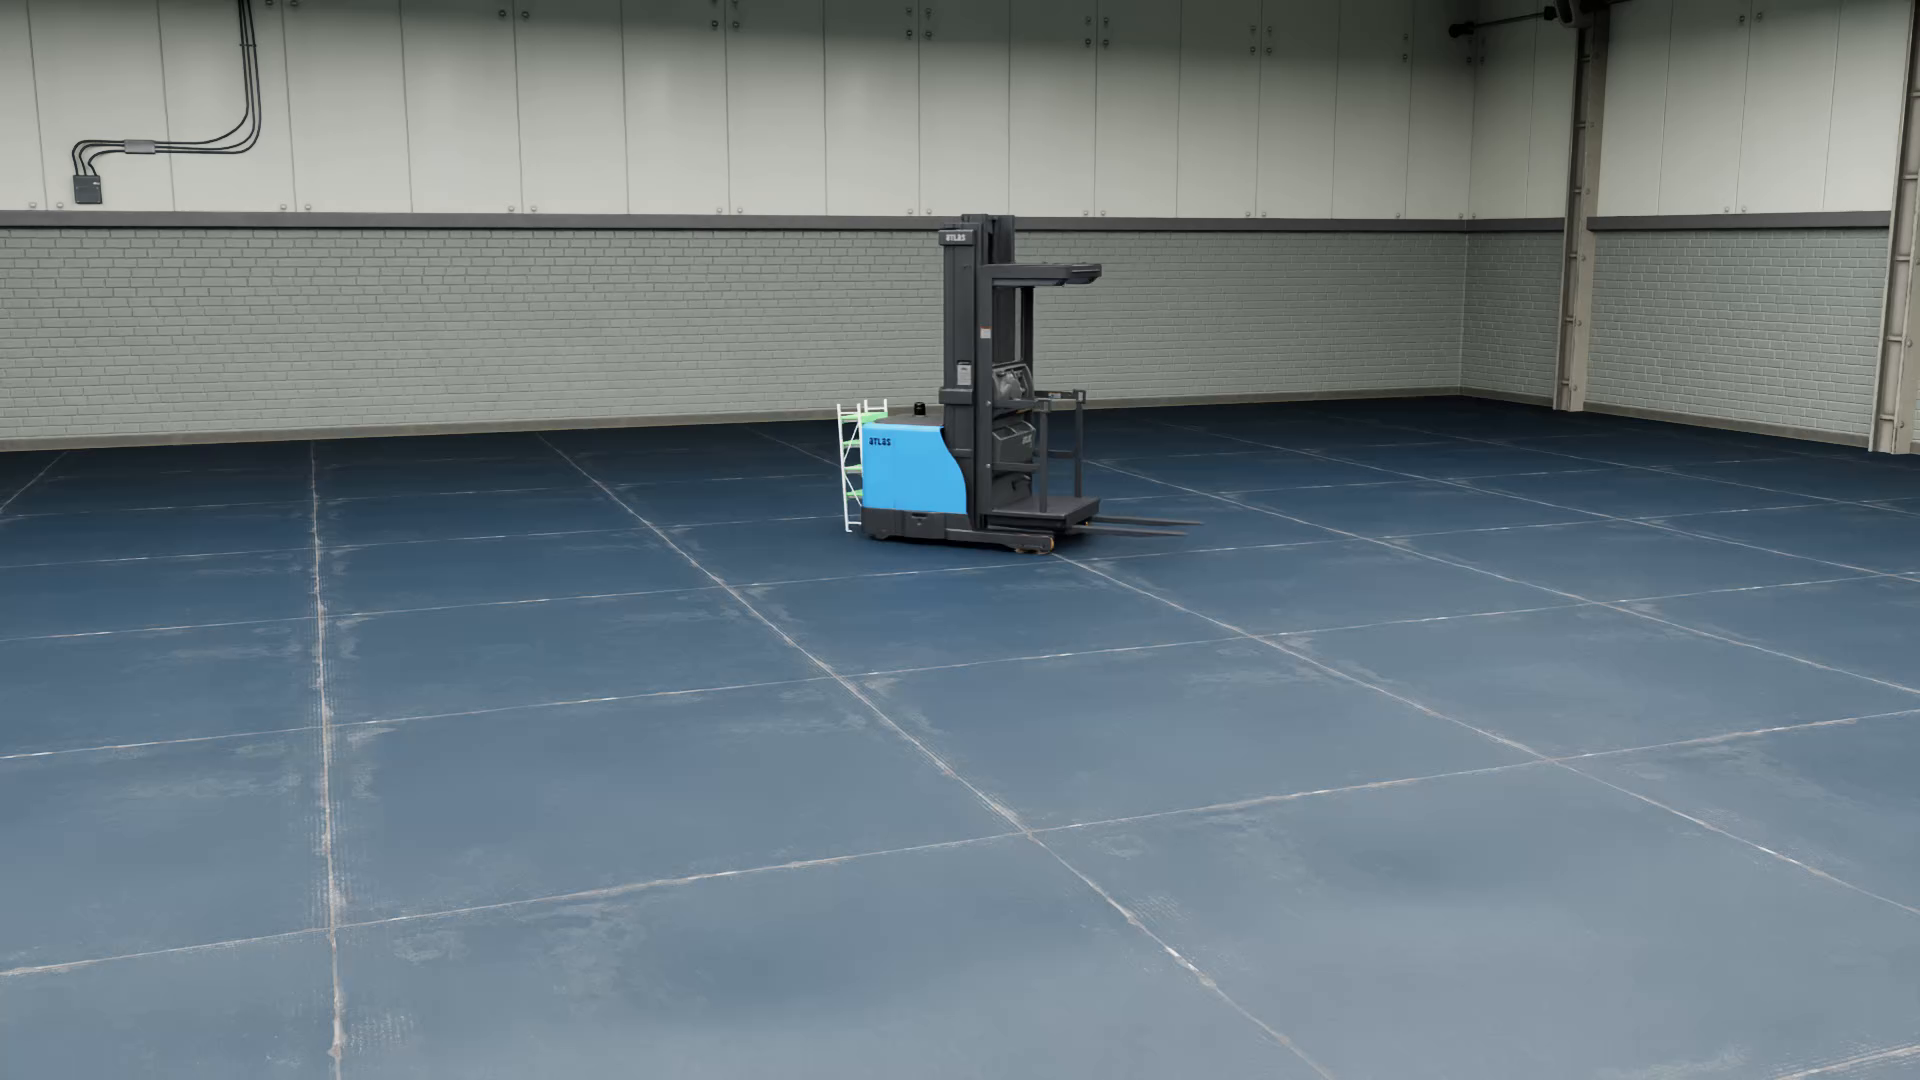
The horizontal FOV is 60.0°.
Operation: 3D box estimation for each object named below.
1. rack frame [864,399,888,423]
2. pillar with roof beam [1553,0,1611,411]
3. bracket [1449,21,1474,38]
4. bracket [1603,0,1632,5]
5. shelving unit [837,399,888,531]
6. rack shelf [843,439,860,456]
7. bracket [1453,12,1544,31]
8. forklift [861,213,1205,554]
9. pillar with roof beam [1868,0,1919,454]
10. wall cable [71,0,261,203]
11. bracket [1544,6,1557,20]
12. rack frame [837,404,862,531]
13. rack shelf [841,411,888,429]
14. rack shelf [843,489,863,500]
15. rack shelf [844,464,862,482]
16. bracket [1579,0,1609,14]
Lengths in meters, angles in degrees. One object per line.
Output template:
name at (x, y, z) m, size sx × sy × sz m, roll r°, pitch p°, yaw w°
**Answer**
rack frame at (-0.775, -0.749, 15.987) m, size 0.240 × 1.200 × 0.015 m, roll 1°, pitch 9°, yaw 28°
pillar with roof beam at (5.943, -6.284, 24.884) m, size 9.100 × 9.000 × 0.548 m, roll -4°, pitch 11°, yaw -21°
bracket at (8.616, -8.762, 28.533) m, size 0.235 × 0.232 × 0.430 m, roll -4°, pitch 11°, yaw -21°
bracket at (10.709, -7.819, 23.232) m, size 0.076 × 0.066 × 4.783 m, roll -4°, pitch 11°, yaw -21°
shelving unit at (-0.888, -0.711, 15.774) m, size 0.258 × 1.200 × 0.503 m, roll 1°, pitch 9°, yaw 28°
rack shelf at (-0.899, -0.885, 15.749) m, size 0.258 × 0.148 × 0.480 m, roll 1°, pitch 9°, yaw 28°
bracket at (8.830, -8.665, 27.991) m, size 0.076 × 0.066 × 3.189 m, roll -4°, pitch 11°, yaw -21°
forklift at (0.663, -1.422, 14.878) m, size 3.031 × 2.935 × 1.130 m, roll 4°, pitch 11°, yaw 22°
pillar with roof beam at (8.118, -5.305, 19.378) m, size 9.100 × 9.000 × 0.400 m, roll -4°, pitch 11°, yaw -21°
wall cable at (-10.384, -7.397, 21.431) m, size 2.305 × 6.003 × 0.169 m, roll -4°, pitch 11°, yaw -21°
bracket at (9.475, -8.375, 26.358) m, size 0.235 × 0.232 × 0.430 m, roll -4°, pitch 11°, yaw -21°
rack frame at (-1.002, -0.673, 15.562) m, size 0.240 × 1.200 × 0.015 m, roll 1°, pitch 9°, yaw 28°
rack shelf at (-0.913, -1.122, 15.715) m, size 0.258 × 0.148 × 0.480 m, roll 1°, pitch 9°, yaw 28°
rack shelf at (-0.871, -0.411, 15.818) m, size 0.258 × 0.148 × 0.480 m, roll 1°, pitch 9°, yaw 28°
rack shelf at (-0.885, -0.648, 15.784) m, size 0.258 × 0.148 × 0.480 m, roll 1°, pitch 9°, yaw 28°
bracket at (9.775, -8.239, 25.597) m, size 0.235 × 0.232 × 0.430 m, roll -4°, pitch 11°, yaw -21°
